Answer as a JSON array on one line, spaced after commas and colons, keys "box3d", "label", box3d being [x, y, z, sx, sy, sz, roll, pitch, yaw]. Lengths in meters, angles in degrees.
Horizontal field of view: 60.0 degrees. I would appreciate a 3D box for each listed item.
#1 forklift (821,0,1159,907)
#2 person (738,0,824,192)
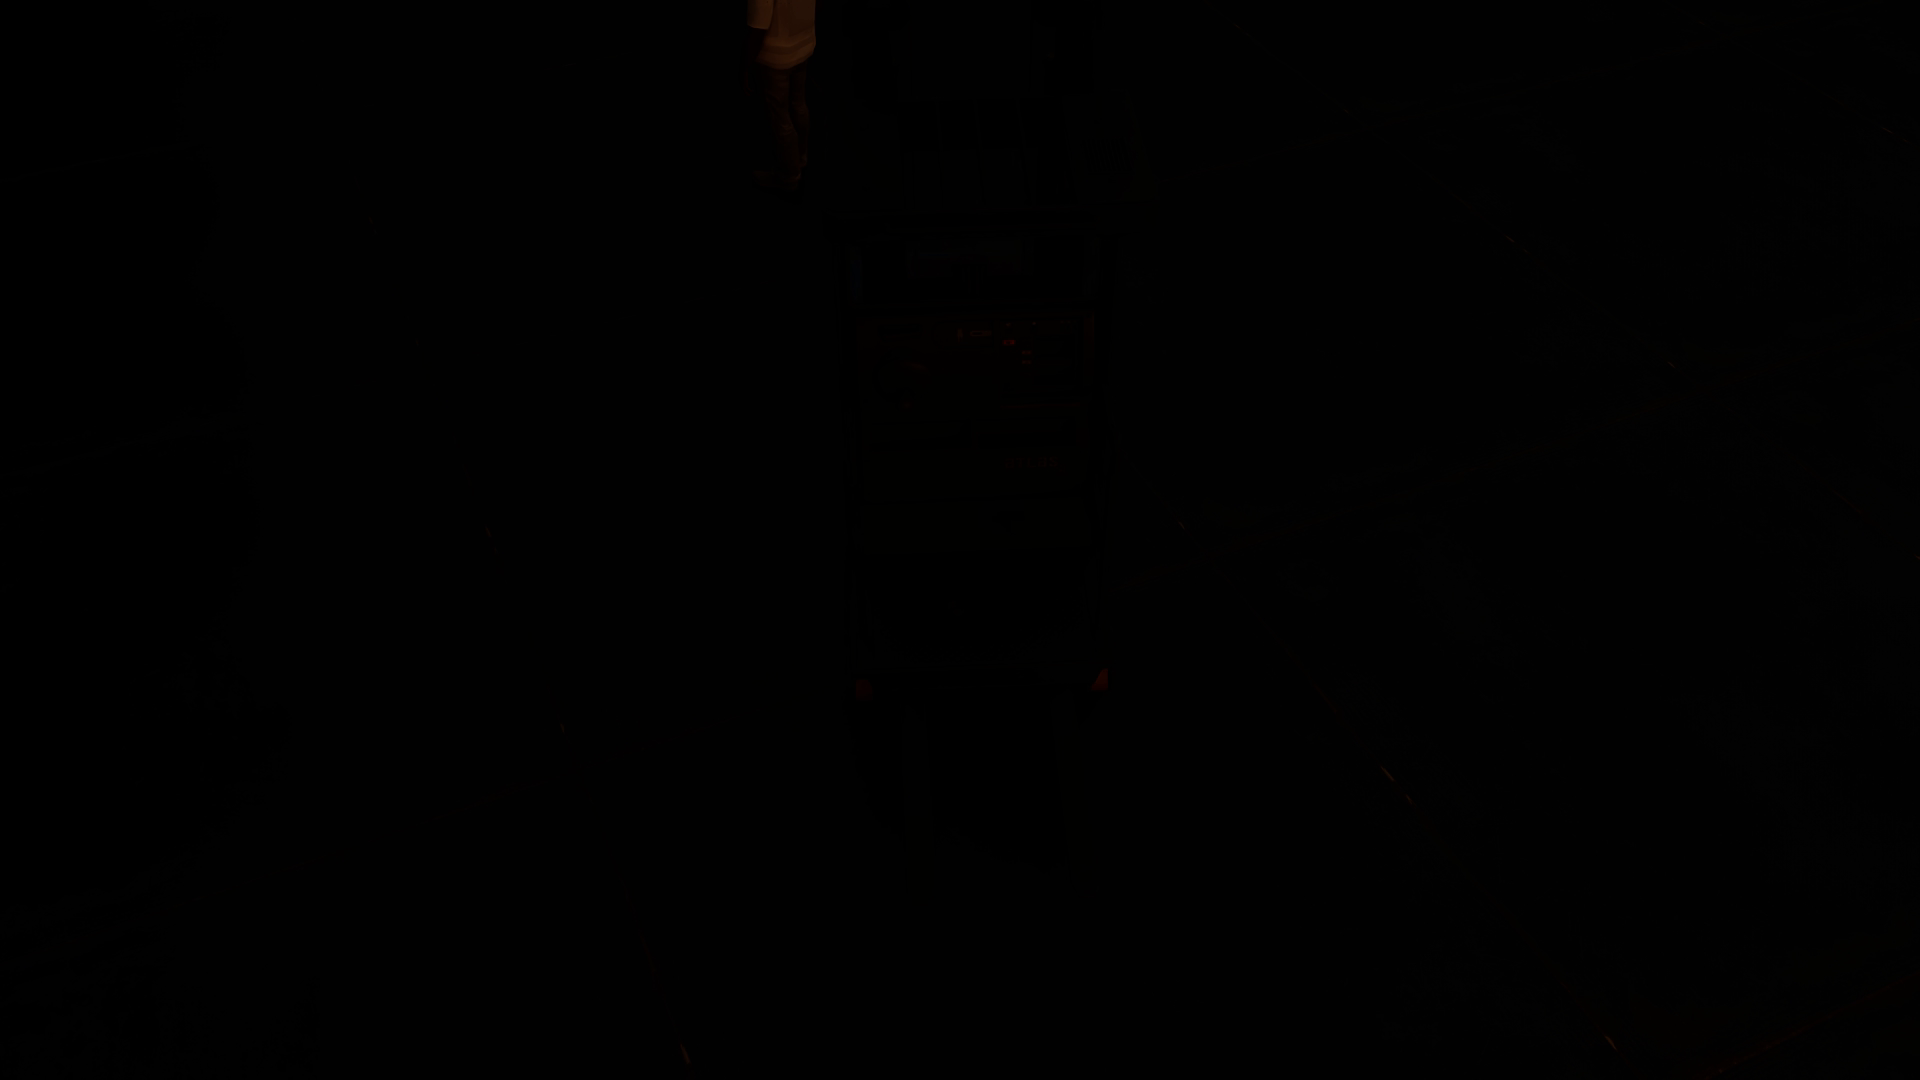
[{"box3d": [0.076, -0.617, 6.342, 1.130, 2.935, 3.031, -2, 43, -2], "label": "forklift"}, {"box3d": [-1.088, -2.832, 9.558, 0.572, 1.767, 0.669, 25, 49, 24], "label": "person"}]
